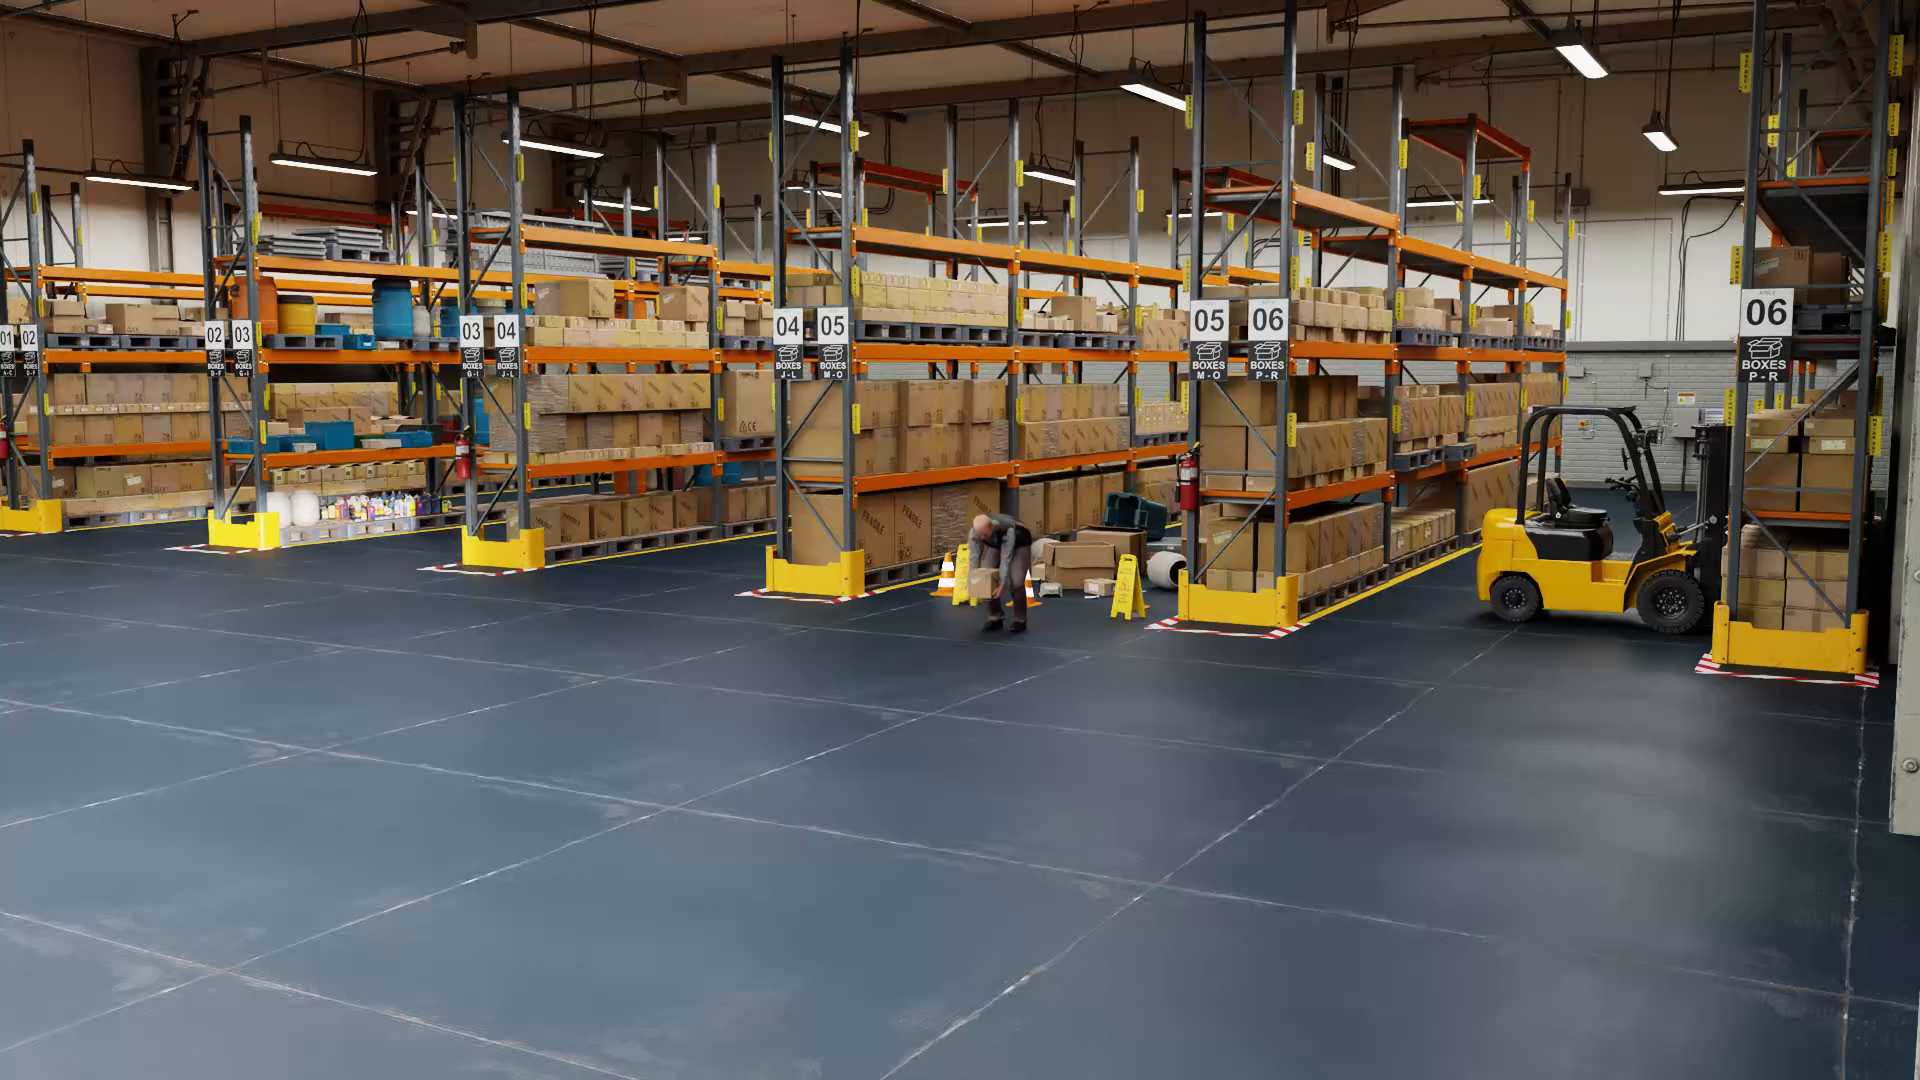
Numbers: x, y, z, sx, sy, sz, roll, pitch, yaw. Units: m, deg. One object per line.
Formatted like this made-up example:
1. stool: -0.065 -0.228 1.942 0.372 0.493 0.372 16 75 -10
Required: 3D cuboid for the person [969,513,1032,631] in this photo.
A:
1. person: 0.363 0.310 15.968 0.485 1.164 0.937 3 7 26
